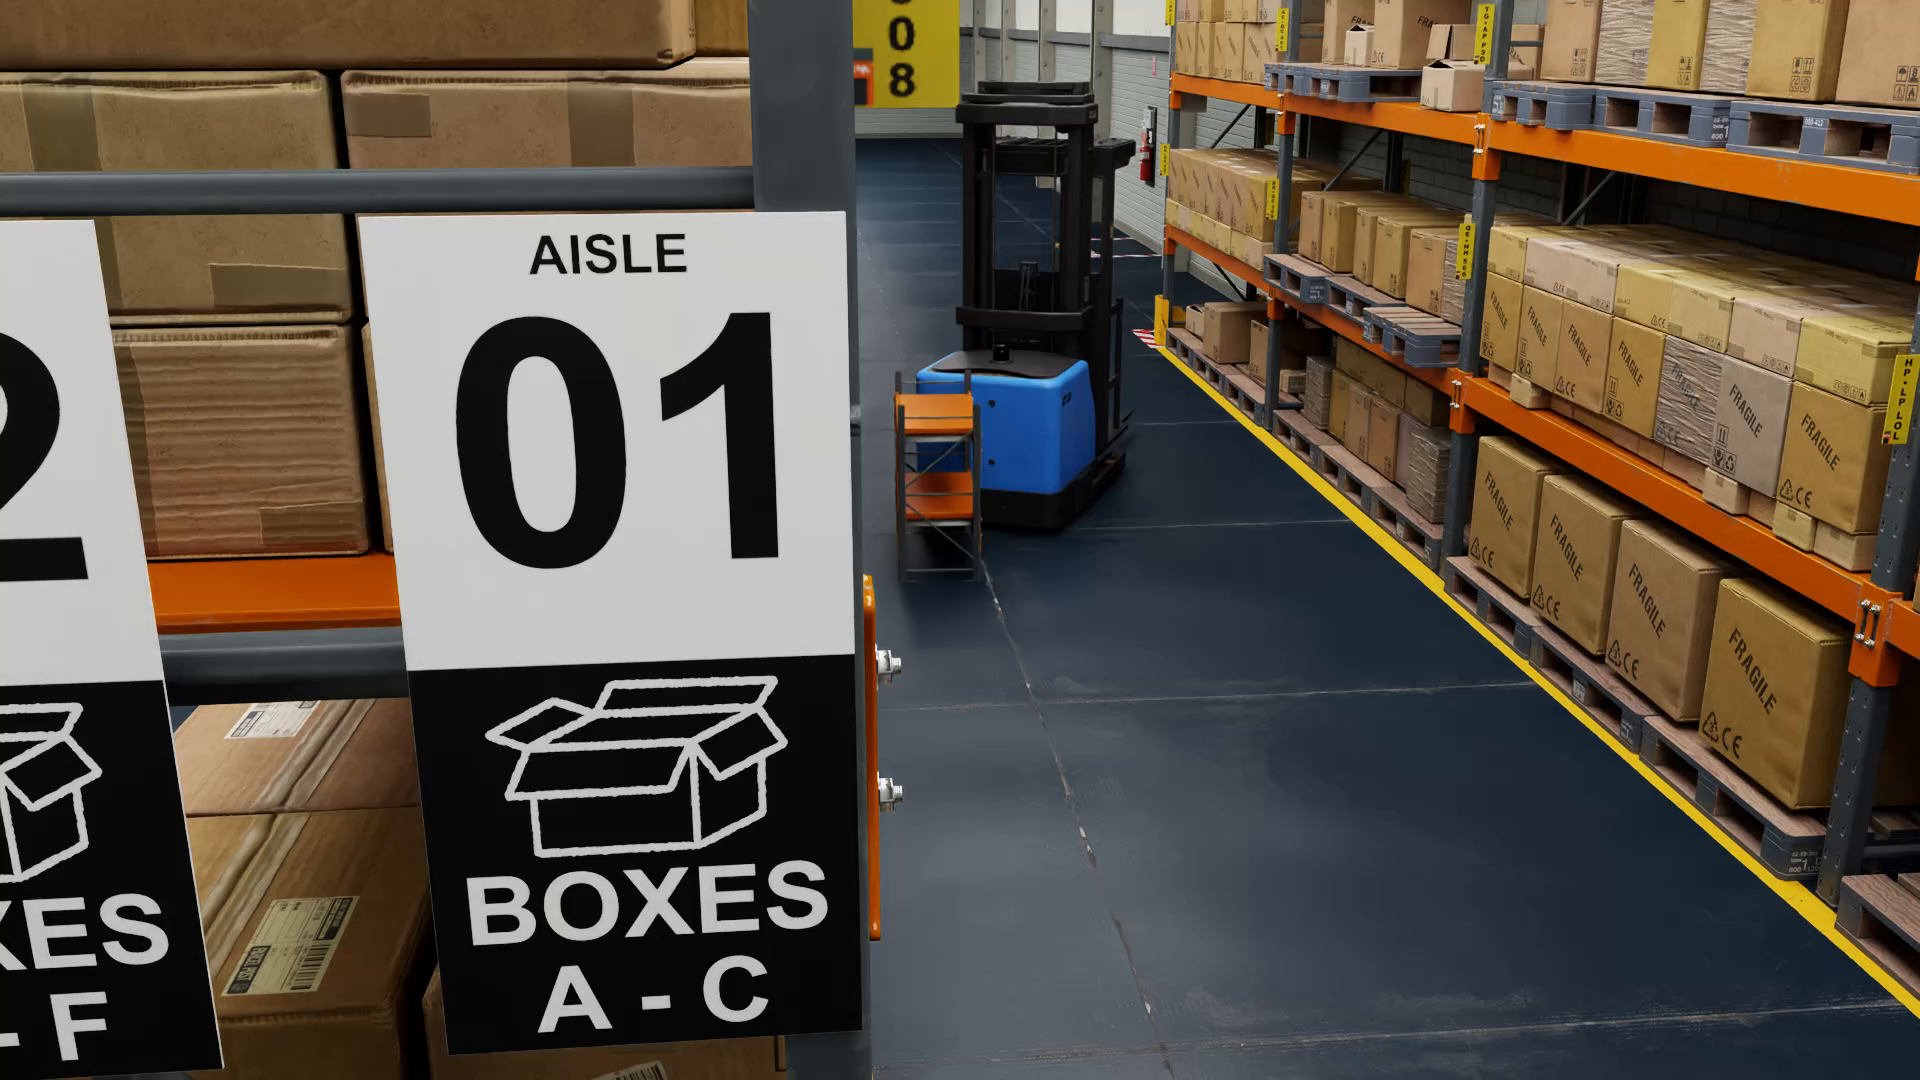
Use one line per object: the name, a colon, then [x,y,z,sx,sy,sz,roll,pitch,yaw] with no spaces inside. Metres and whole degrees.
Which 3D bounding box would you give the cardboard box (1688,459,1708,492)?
cardboard box: [3.531,-0.295,7.495,0.380,0.149,0.250,-2,18,-6]

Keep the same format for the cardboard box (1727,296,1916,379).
cardboard box: [3.578,-0.850,6.926,0.500,0.250,0.500,-1,17,-4]

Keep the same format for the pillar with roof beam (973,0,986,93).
pillar with roof beam: [-3.757,-15.069,44.153,9.100,9.000,0.400,-2,18,-6]

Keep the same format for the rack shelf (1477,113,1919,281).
rack shelf: [3.718,-1.692,7.753,1.077,0.370,4.000,-2,18,-6]

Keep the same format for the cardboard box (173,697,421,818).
cardboard box: [-0.963,0.538,2.620,0.500,0.500,0.500,-1,17,-4]

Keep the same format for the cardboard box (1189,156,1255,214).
cardboard box: [2.525,-3.426,16.049,0.500,0.500,0.500,-2,18,-7]

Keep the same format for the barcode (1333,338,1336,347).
barcode: [3.282,-1.730,14.586,0.001,0.075,0.075,-2,18,-6]

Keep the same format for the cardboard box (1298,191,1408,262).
cardboard box: [3.117,-2.497,13.222,0.700,0.500,0.500,-2,18,-5]

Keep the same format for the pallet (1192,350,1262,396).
pallet: [2.865,-1.625,16.001,1.003,0.211,1.213,-2,18,-6]

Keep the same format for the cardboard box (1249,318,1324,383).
cardboard box: [2.952,-1.717,15.079,0.500,0.500,0.500,-3,18,-10]

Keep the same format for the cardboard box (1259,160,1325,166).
cardboard box: [3.098,-3.292,15.619,0.500,0.500,0.500,-2,17,-5]

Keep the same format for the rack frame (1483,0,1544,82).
rack frame: [3.511,-4.063,9.094,1.000,3.000,0.127,-2,18,-6]

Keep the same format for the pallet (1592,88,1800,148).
pallet: [3.749,-2.018,7.905,1.003,0.211,1.213,-1,17,-3]

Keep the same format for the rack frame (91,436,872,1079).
rack frame: [-0.590,1.337,1.910,1.000,3.000,0.127,-2,18,-6]

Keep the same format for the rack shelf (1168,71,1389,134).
rack shelf: [2.893,-4.076,15.345,1.077,0.370,4.000,-2,18,-6]

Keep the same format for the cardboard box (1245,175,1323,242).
cardboard box: [2.742,-2.819,14.114,0.500,0.500,0.500,-2,18,-6]

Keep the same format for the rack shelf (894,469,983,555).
rack shelf: [-0.152,-0.194,10.733,0.538,0.278,1.000,-1,17,-3]

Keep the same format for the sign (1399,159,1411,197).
sign: [3.651,-2.963,13.674,0.100,0.325,0.005,-2,18,-6]

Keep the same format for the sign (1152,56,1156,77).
sign: [2.881,-7.039,24.719,0.001,0.298,0.199,-2,18,-6]

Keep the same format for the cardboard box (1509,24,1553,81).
cardboard box: [3.666,-2.910,10.232,0.500,0.500,0.500,-2,18,-6]

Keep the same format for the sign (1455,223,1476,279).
sign: [2.973,-1.696,9.769,0.100,0.325,0.005,-2,18,-6]

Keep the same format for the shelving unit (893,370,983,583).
shelving unit: [-0.152,-0.427,10.660,0.538,1.125,1.048,-1,17,-3]

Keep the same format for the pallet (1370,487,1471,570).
pallet: [3.432,-0.103,11.152,1.003,0.211,1.213,-2,18,-6]

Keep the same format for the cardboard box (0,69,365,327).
cardboard box: [-0.897,-0.406,1.871,0.500,0.250,0.500,-2,18,-6]

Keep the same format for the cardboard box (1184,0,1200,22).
cardboard box: [2.486,-5.276,16.097,0.500,0.500,0.500,-2,18,-6]

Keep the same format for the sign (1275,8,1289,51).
sign: [2.560,-4.051,13.202,0.100,0.325,0.005,-2,18,-6]

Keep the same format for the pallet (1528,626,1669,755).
pallet: [3.640,0.730,8.500,1.003,0.211,1.213,-2,18,-6]

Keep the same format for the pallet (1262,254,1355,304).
pallet: [3.033,-2.068,13.078,1.003,0.211,1.213,-2,18,-6]

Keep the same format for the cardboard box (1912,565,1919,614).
cardboard box: [3.964,0.010,5.636,0.980,0.700,0.700,-2,17,-5]

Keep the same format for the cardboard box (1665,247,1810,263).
cardboard box: [3.916,-1.323,8.434,0.500,0.250,0.500,-2,18,-7]

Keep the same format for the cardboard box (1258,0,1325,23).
cardboard box: [2.777,-4.498,13.621,0.500,0.500,0.500,-3,18,-10]

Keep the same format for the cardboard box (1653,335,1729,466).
cardboard box: [3.520,-0.639,7.508,0.500,0.500,0.500,-2,18,-6]

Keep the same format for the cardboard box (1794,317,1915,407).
cardboard box: [3.621,-0.697,6.440,0.500,0.250,0.500,-1,17,-4]

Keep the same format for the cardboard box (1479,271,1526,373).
cardboard box: [3.307,-1.247,9.444,0.500,0.500,0.500,-1,17,-4]

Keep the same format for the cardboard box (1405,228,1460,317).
cardboard box: [3.368,-1.763,10.885,0.700,0.500,0.500,-3,18,-11]

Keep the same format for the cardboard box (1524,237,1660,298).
cardboard box: [3.358,-1.454,8.852,0.500,0.250,0.500,-2,18,-6]

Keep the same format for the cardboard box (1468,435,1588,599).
cardboard box: [3.457,-0.152,9.541,0.750,0.750,0.750,-2,18,-6]

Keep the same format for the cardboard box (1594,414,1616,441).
cardboard box: [3.475,-0.602,8.474,0.380,0.149,0.250,-2,17,-5]

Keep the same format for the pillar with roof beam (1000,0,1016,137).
pillar with roof beam: [-3.139,-13.282,38.460,9.100,9.000,0.400,-2,18,-6]

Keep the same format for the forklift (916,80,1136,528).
forklift: [0.639,-1.878,12.265,1.130,2.935,3.031,6,18,18]

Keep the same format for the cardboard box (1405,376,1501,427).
cardboard box: [3.389,-0.960,11.414,0.500,0.250,0.500,-1,17,-5]

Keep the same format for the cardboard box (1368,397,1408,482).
cardboard box: [3.368,-0.735,11.949,0.700,0.500,0.500,-2,18,-6]

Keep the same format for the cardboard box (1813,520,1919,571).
cardboard box: [3.607,0.010,6.525,0.380,0.149,0.250,-2,18,-5]

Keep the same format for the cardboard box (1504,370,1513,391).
cardboard box: [3.332,-0.910,9.452,0.380,0.149,0.250,-2,17,-5]

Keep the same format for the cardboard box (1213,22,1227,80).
cardboard box: [2.626,-4.490,15.264,0.500,0.500,0.500,-1,17,-2]

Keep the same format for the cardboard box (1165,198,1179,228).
cardboard box: [2.421,-3.367,17.110,0.500,0.250,0.500,-2,18,-7]

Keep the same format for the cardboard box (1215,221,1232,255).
cardboard box: [2.638,-2.760,15.178,0.500,0.250,0.500,-2,18,-6]

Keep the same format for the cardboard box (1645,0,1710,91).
cardboard box: [3.770,-2.425,7.984,0.700,0.500,0.500,-1,17,-3]
